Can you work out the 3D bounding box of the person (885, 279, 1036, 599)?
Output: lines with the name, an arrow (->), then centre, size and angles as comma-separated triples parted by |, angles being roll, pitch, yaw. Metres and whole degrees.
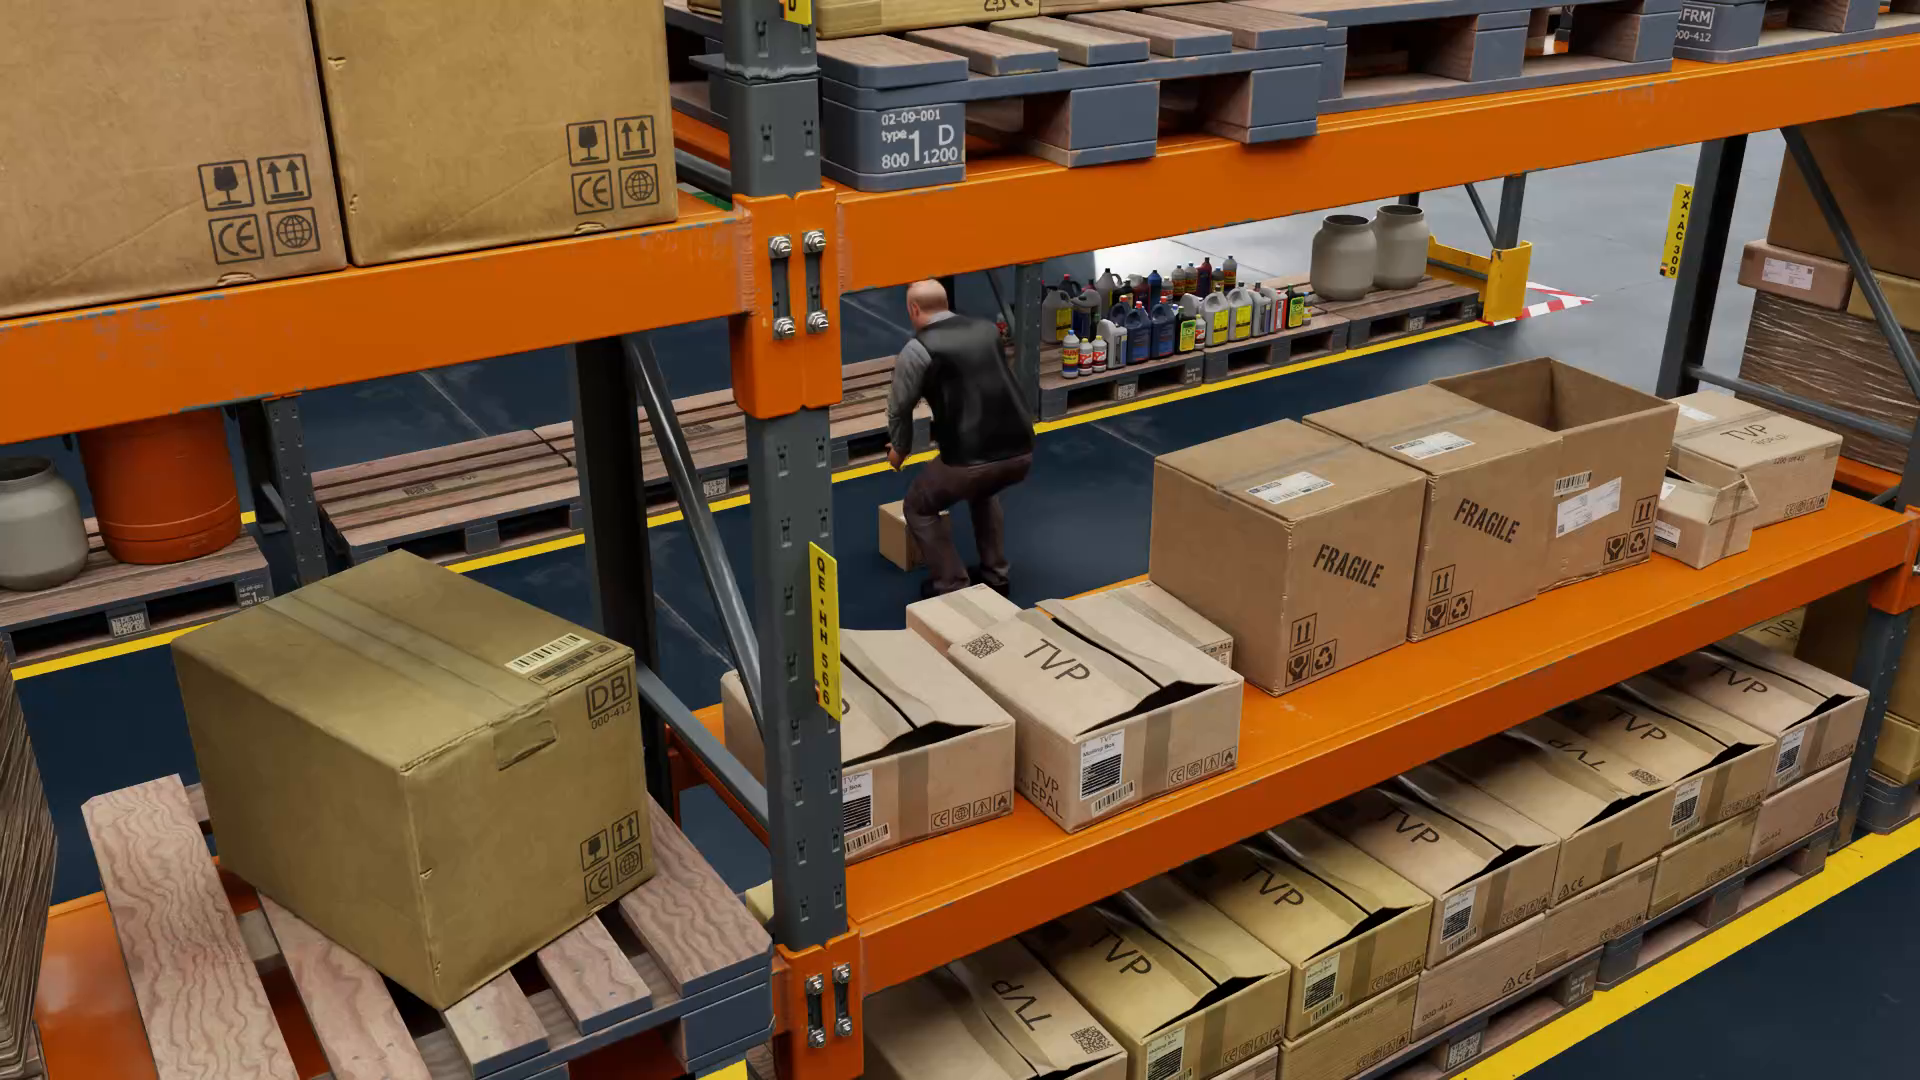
person -> -0.009, -0.402, 7.351 | 0.591, 1.433, 0.690 | -15, 29, -29
